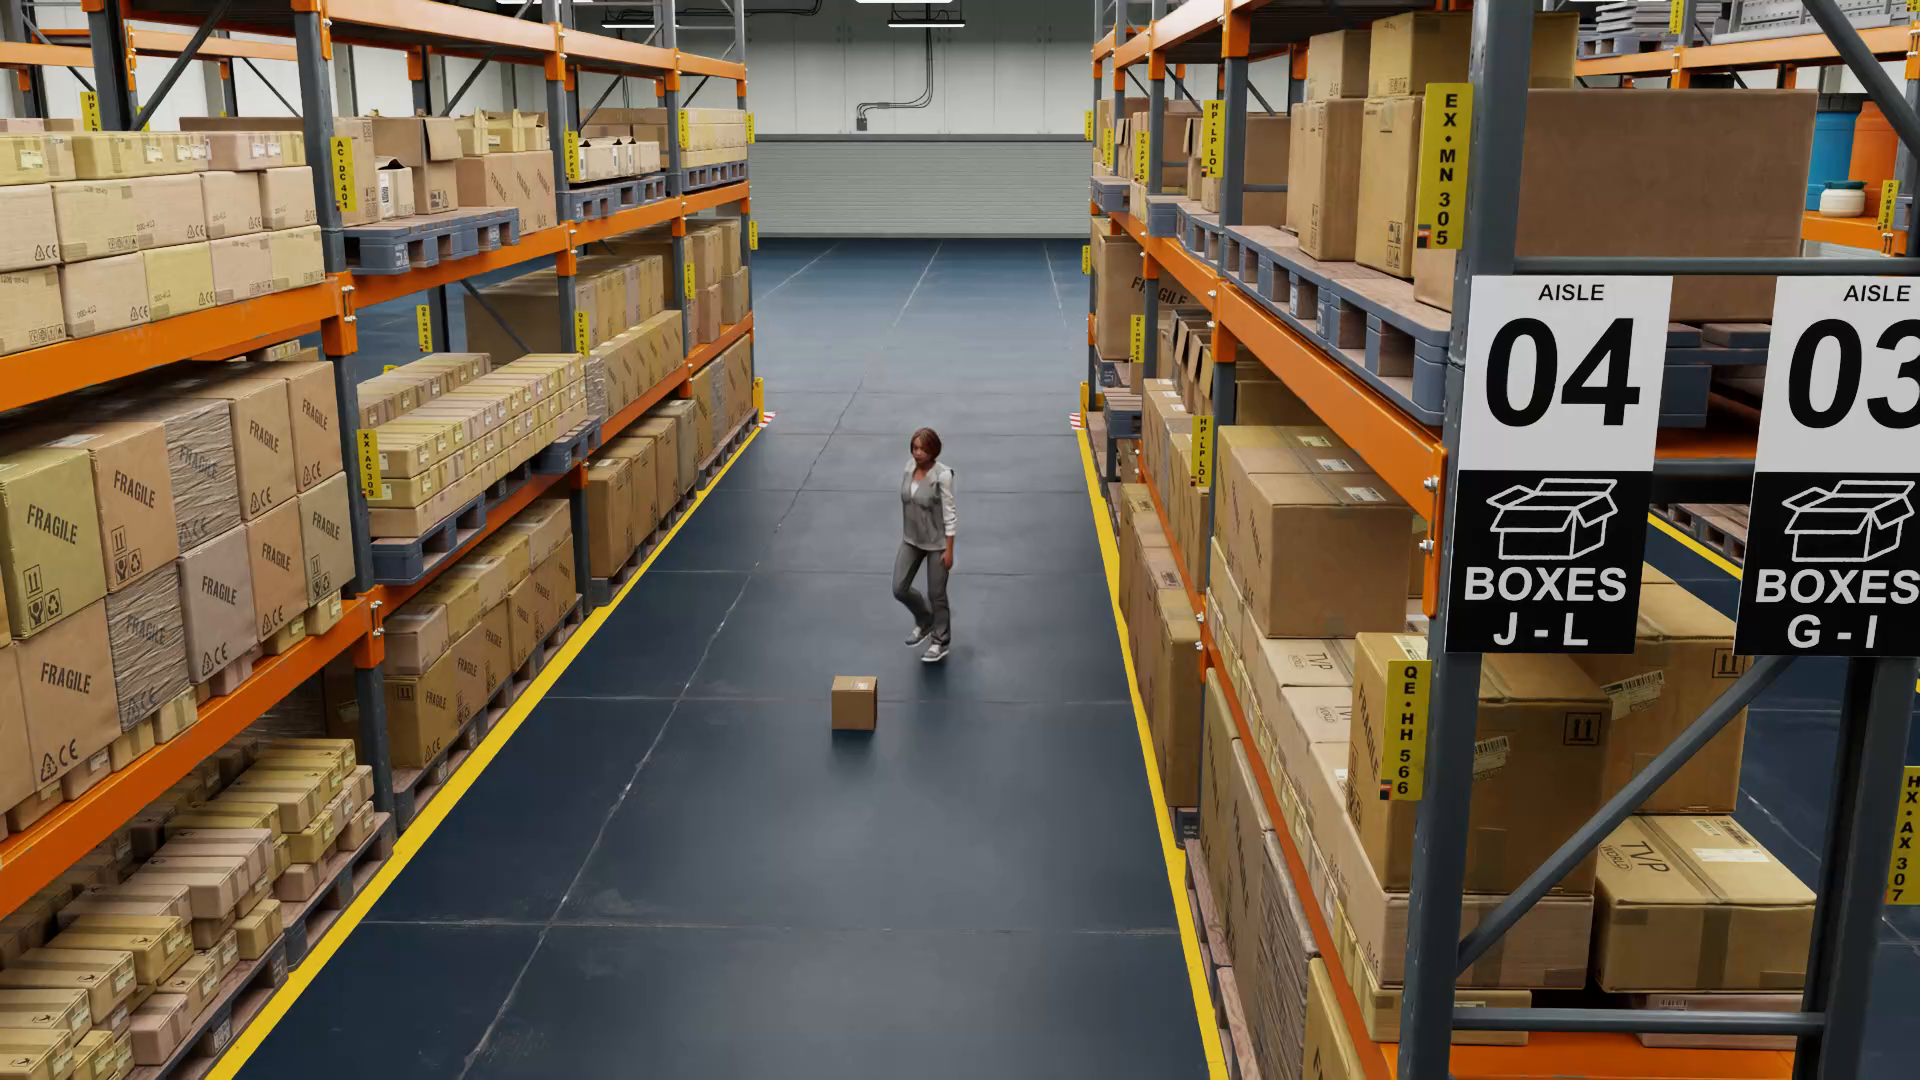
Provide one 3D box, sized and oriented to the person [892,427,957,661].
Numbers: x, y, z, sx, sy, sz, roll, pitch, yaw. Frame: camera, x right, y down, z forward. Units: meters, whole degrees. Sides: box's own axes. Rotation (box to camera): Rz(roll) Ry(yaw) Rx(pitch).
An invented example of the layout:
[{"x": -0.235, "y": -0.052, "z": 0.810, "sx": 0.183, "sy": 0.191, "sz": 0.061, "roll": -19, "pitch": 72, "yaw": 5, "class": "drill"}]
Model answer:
[{"x": -0.198, "y": 0.032, "z": 10.843, "sx": 0.451, "sy": 1.587, "sz": 0.428, "roll": 10, "pitch": 17, "yaw": 34, "class": "person"}]
